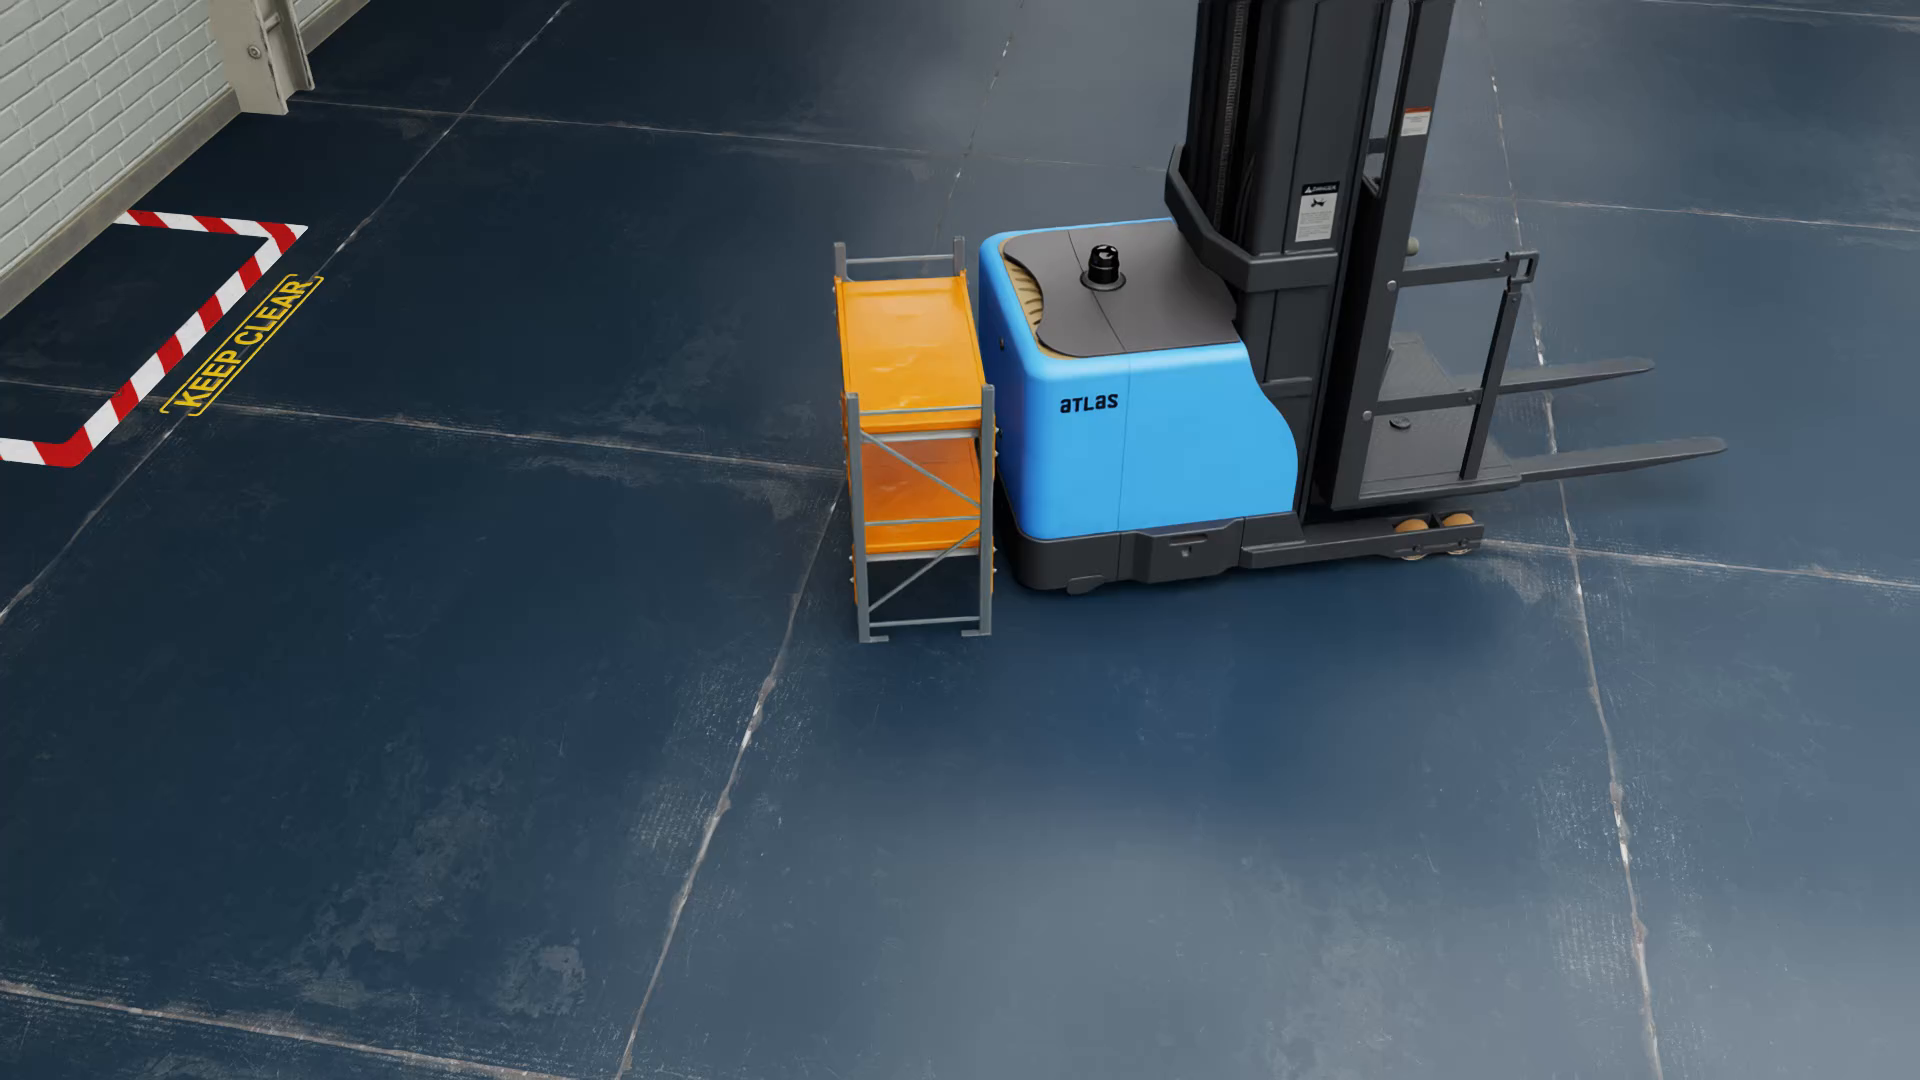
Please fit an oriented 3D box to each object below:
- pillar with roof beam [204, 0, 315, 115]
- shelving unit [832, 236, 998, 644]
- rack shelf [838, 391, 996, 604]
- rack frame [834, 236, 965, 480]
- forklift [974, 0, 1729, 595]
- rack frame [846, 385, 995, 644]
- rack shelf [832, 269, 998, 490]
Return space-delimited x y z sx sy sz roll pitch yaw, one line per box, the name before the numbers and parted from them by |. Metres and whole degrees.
pillar with roof beam | 0.153 -5.631 6.498 9.100 9.000 0.400 6 40 8
shelving unit | -0.183 -0.389 6.338 0.538 1.125 1.048 -4 40 -4
rack shelf | -0.183 -0.201 6.494 0.538 0.278 1.000 -4 40 -4
rack frame | -0.232 -0.711 6.728 0.500 1.125 0.032 -4 40 -4
forklift | 1.629 -1.374 6.111 3.031 2.935 1.130 -7 40 -8
rack frame | -0.134 -0.067 5.948 0.500 1.125 0.032 -4 40 -4
rack shelf | -0.183 -0.615 6.151 0.538 0.278 1.000 -4 40 -4
